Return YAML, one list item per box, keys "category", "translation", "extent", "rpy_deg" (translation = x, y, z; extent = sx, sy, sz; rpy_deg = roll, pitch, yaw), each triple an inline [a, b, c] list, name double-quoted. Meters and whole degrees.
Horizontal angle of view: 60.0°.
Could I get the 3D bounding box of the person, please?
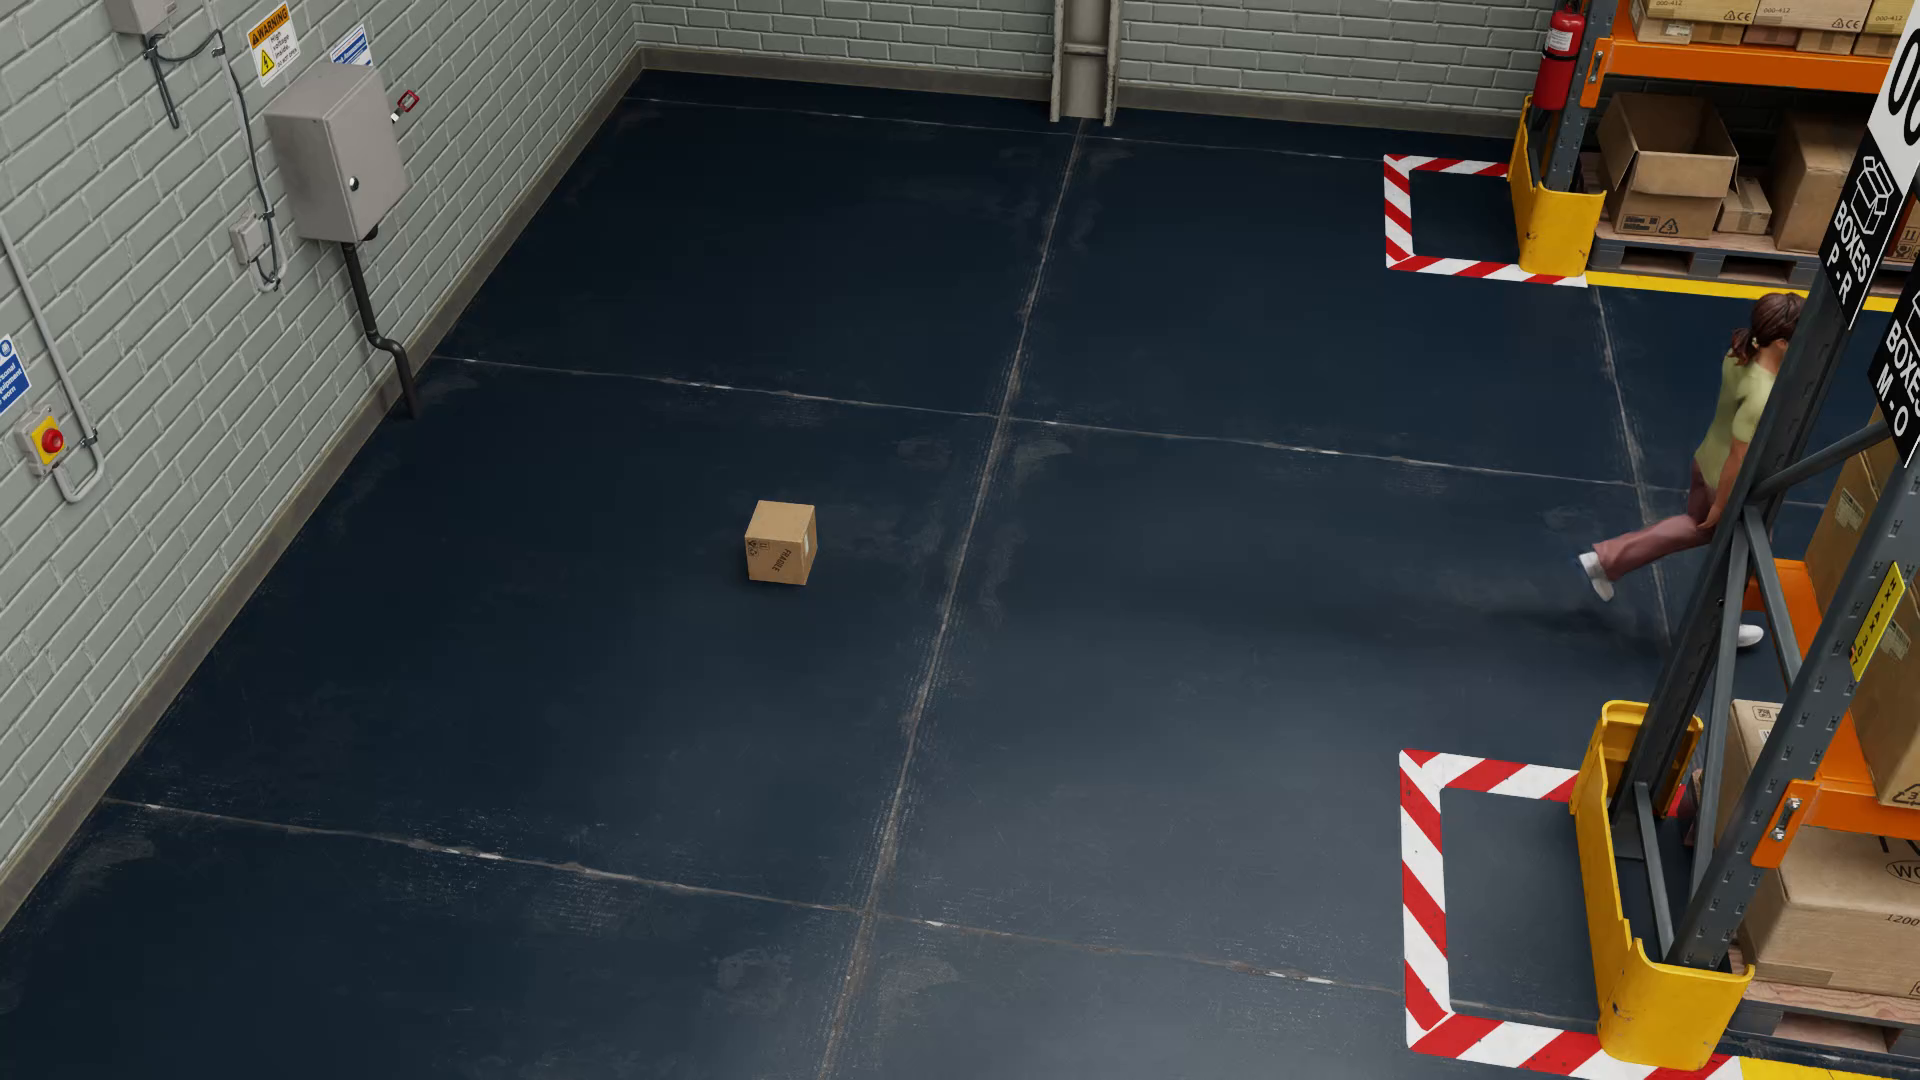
- category: "person"
  translation: [2.936, -0.250, 6.428]
  extent: [0.783, 1.645, 0.446]
  rpy_deg: [3, 41, 3]
